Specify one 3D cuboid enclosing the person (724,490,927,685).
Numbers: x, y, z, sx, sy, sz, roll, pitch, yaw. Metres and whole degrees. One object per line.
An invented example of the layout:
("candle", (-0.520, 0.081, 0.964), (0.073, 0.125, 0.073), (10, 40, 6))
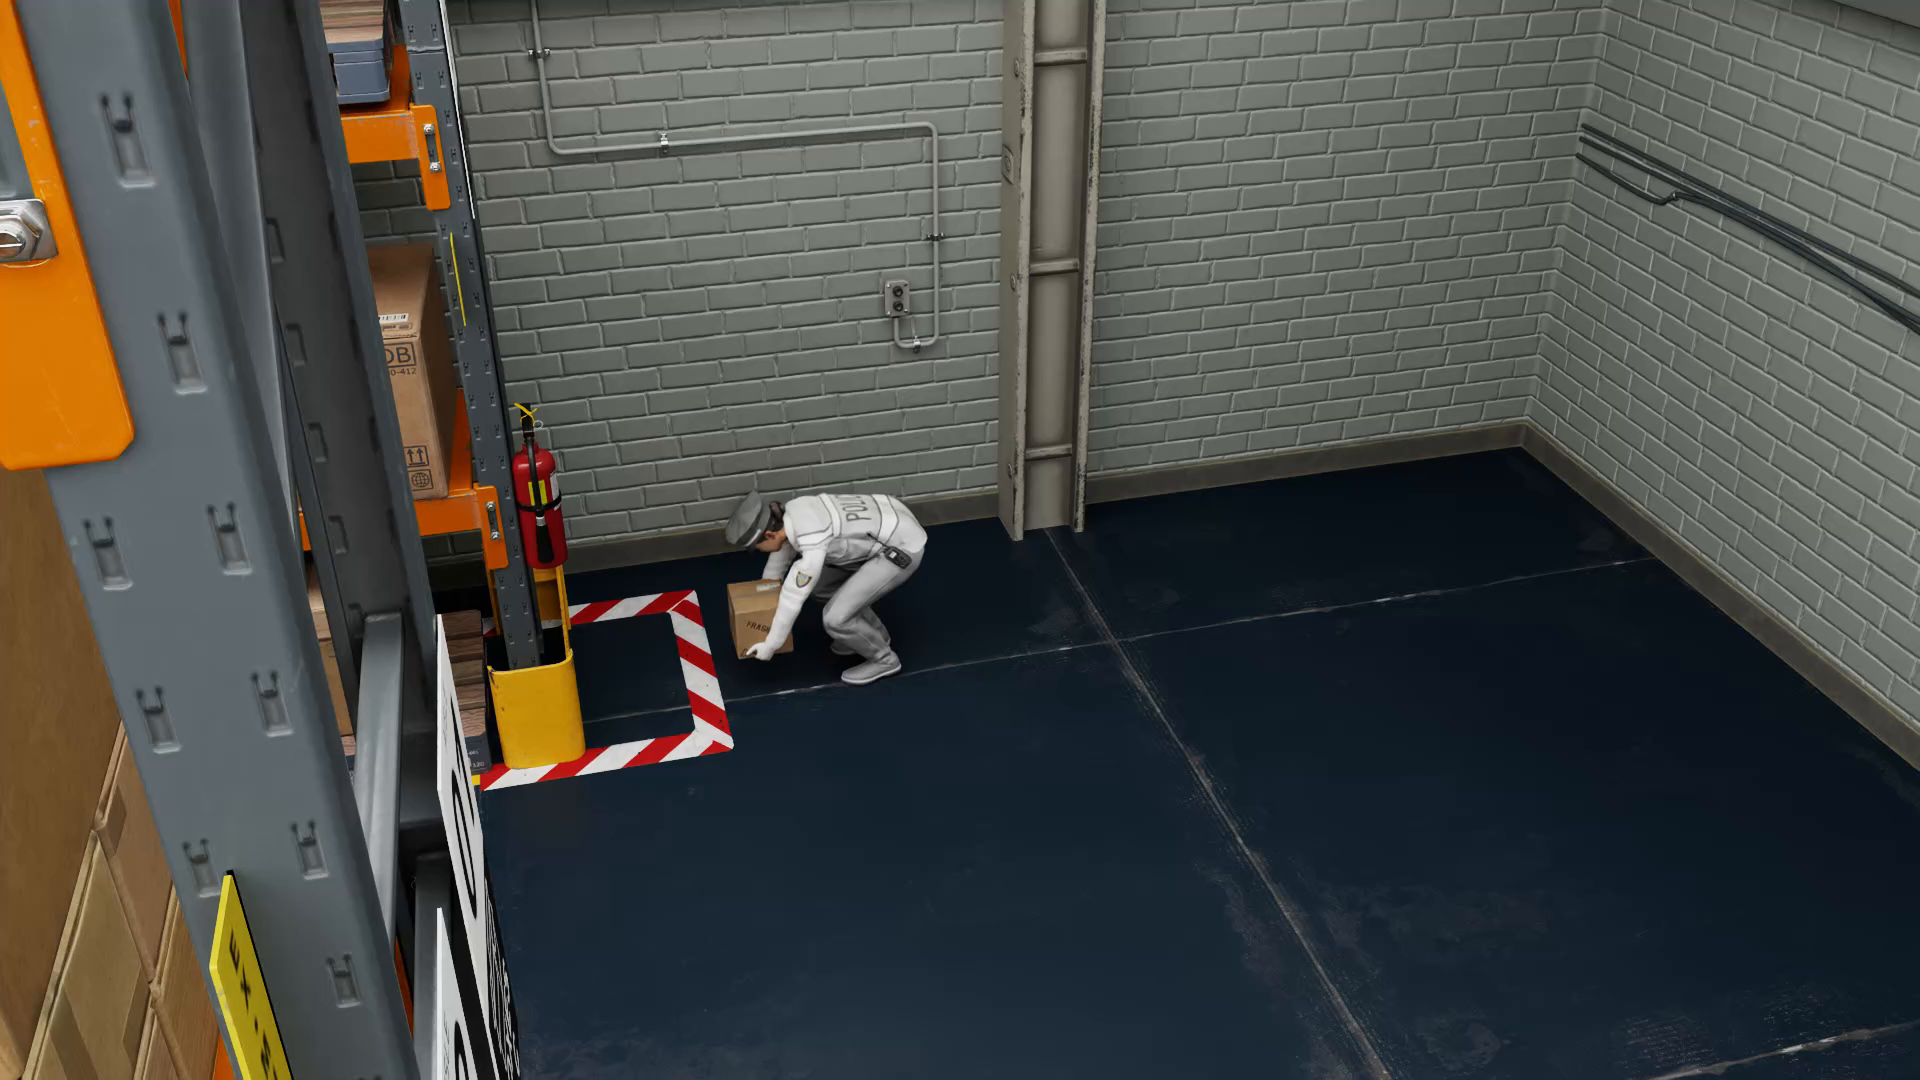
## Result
("person", (-0.602, 0.179, 7.510), (0.899, 0.977, 0.468), (-9, 32, -15))
